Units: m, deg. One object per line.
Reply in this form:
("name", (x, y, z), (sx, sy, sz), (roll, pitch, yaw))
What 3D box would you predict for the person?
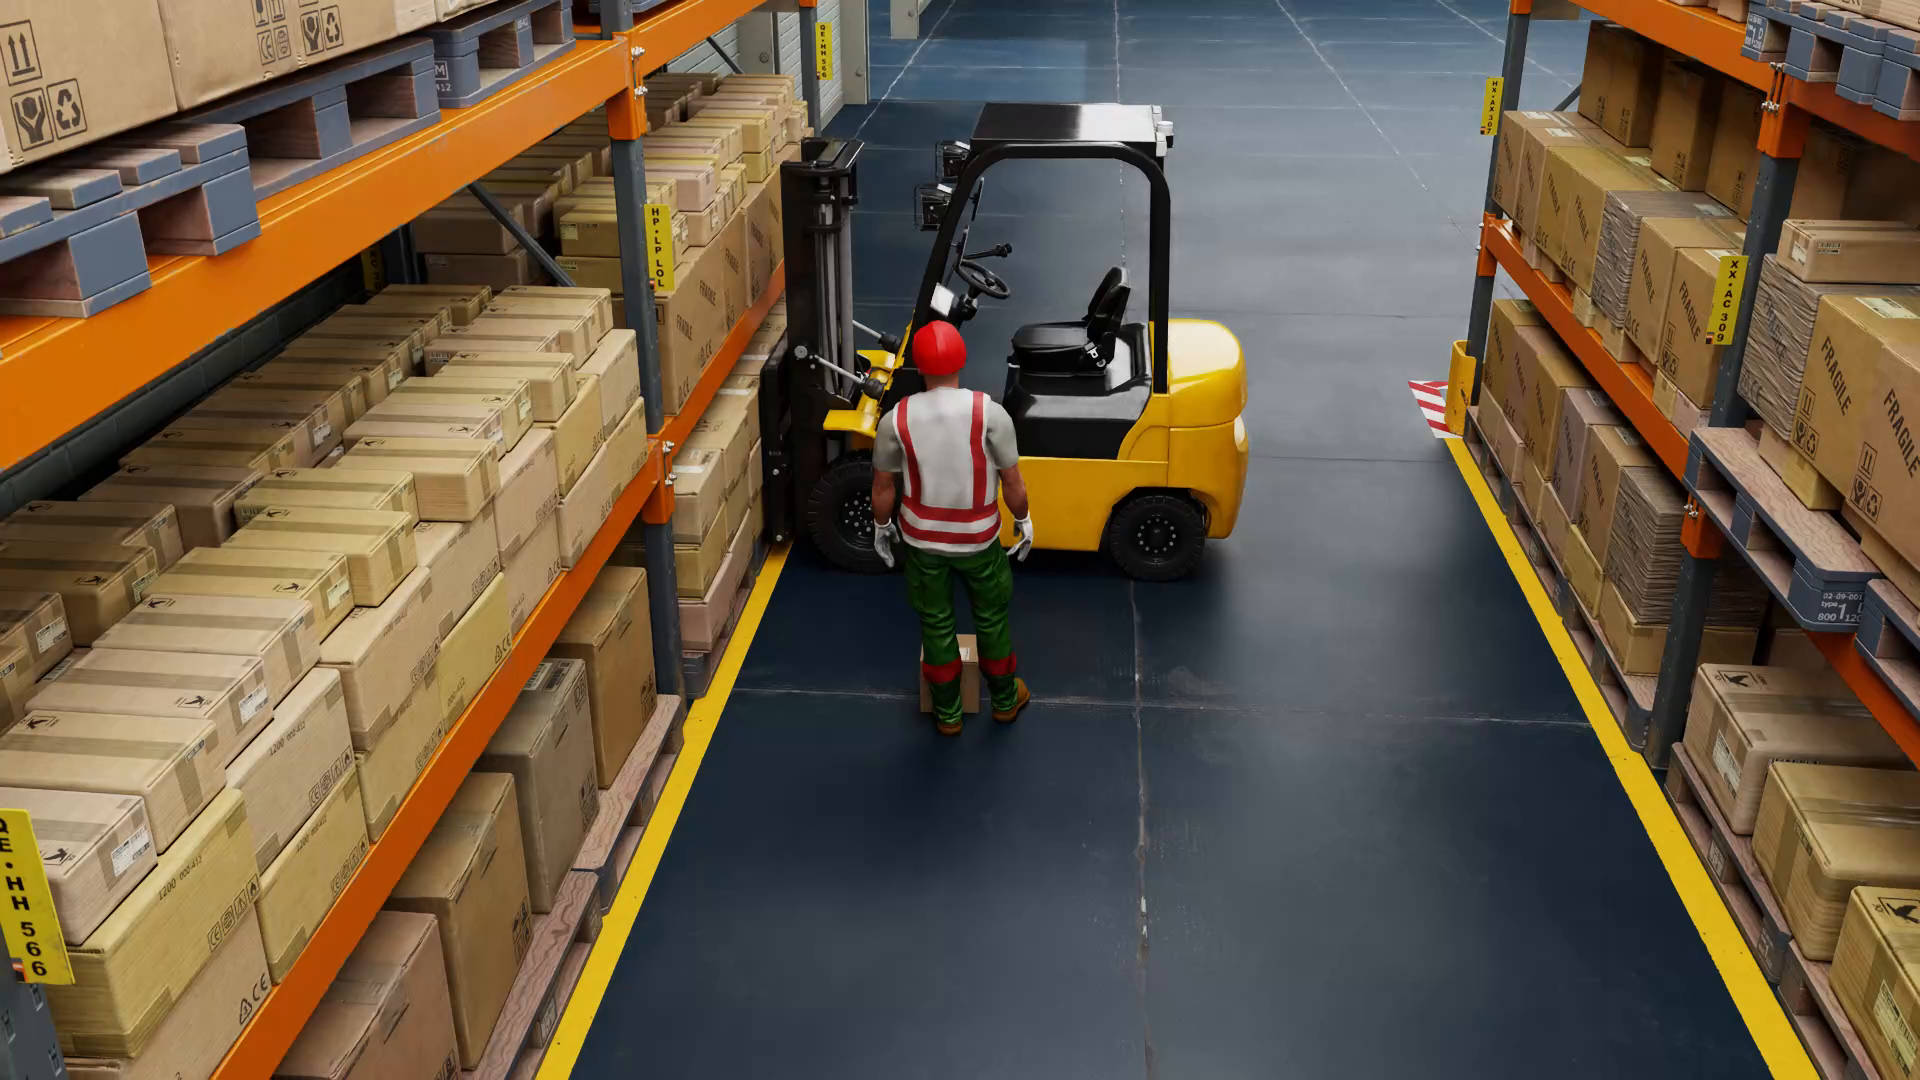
("person", (-0.022, -0.052, 6.673), (0.638, 1.783, 0.564), (2, 24, 4))
